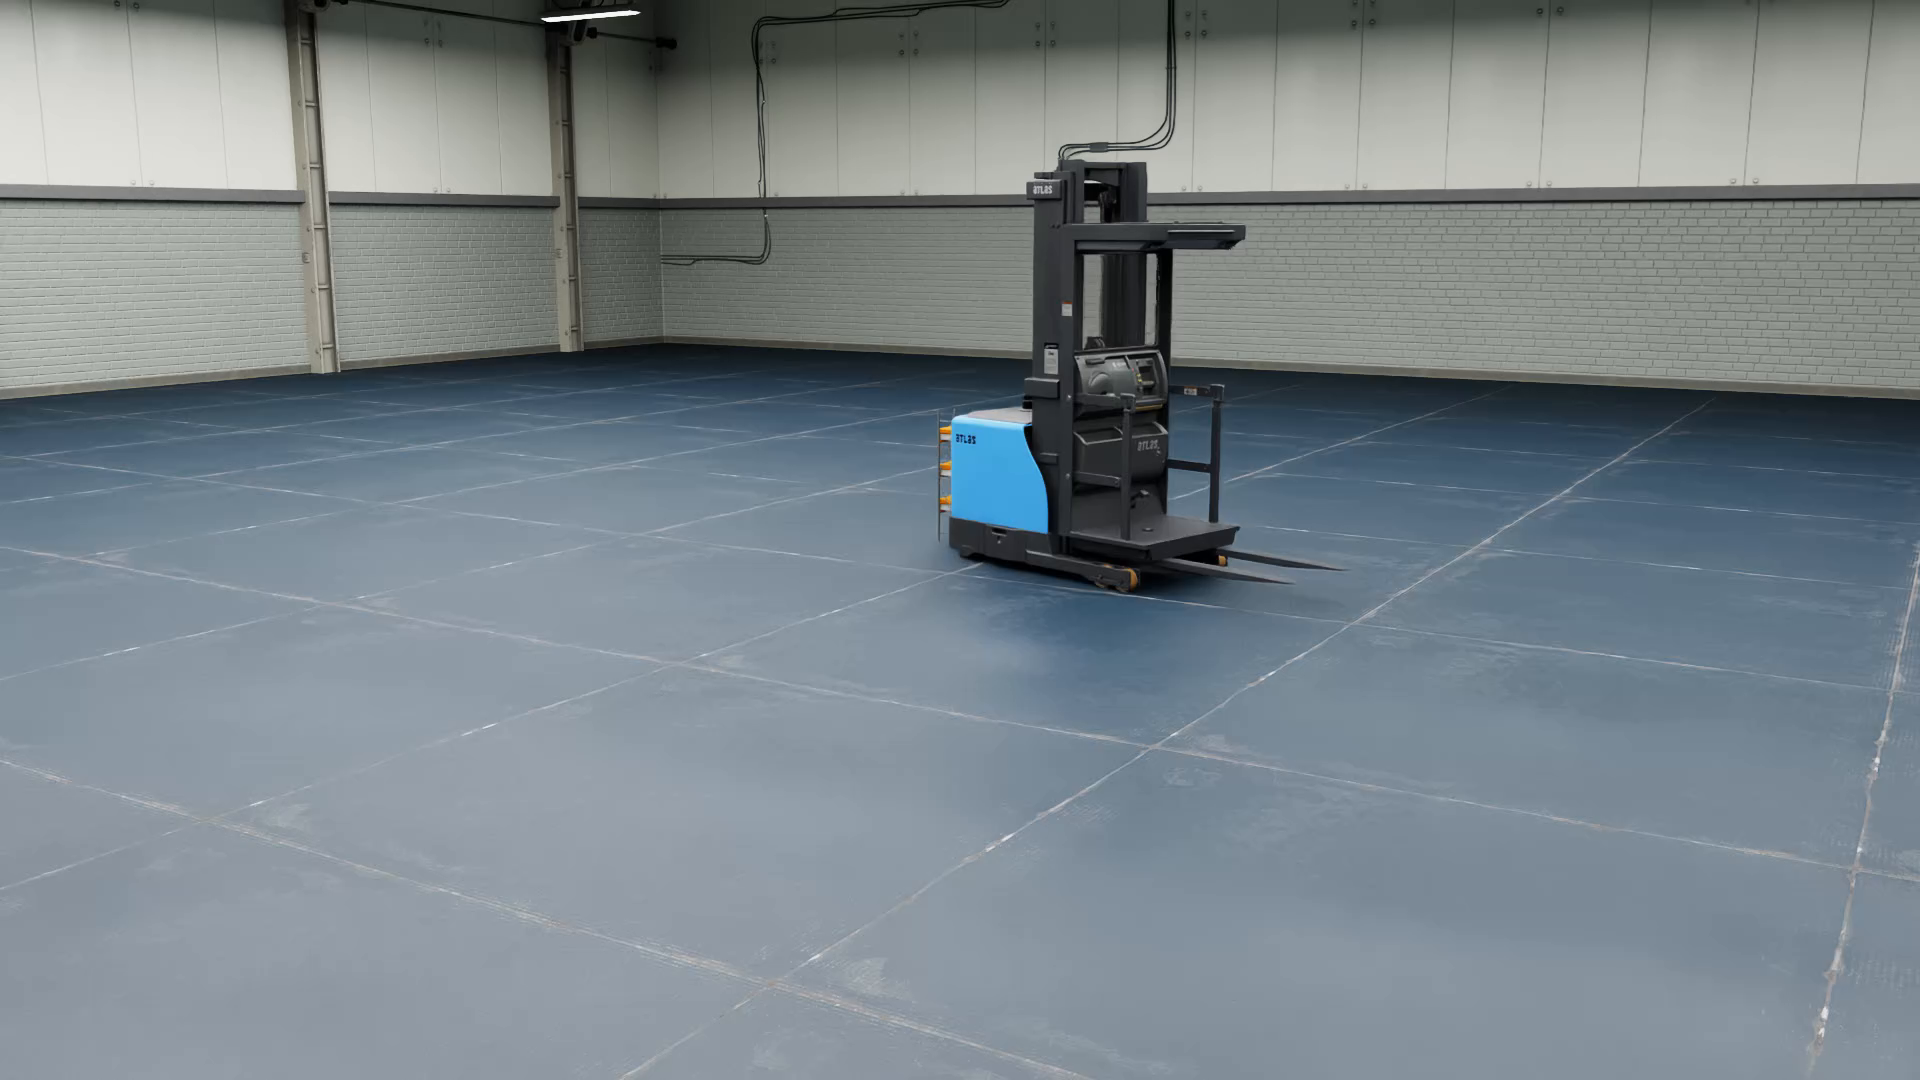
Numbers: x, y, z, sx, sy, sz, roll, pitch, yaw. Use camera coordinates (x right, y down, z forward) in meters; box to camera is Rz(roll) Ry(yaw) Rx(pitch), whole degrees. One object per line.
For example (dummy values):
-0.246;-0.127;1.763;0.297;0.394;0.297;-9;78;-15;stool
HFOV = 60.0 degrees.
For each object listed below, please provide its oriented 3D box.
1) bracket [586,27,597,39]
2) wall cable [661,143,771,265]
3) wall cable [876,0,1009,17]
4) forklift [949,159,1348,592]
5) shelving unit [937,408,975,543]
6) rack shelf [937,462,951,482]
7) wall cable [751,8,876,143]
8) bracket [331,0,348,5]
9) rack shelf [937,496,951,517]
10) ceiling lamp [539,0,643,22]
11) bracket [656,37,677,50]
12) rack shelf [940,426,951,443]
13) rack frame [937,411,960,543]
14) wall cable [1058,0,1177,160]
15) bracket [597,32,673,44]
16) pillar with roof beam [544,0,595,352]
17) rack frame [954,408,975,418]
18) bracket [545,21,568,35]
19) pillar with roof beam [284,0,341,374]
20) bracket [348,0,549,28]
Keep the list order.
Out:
-7.424;-10.090;33.028;0.235;0.232;0.430;6;12;31;bracket
-5.283;-7.100;35.277;3.097;2.526;0.112;6;12;31;wall cable
-0.326;-11.264;31.434;3.097;2.526;0.112;6;12;31;wall cable
1.305;-1.187;11.746;1.130;2.935;3.031;-10;15;-43;forklift
-0.028;-0.508;13.227;0.215;1.050;0.252;6;12;31;shelving unit
-0.028;-0.497;13.229;0.215;0.259;0.240;6;12;31;rack shelf
-2.971;-9.324;33.432;3.097;2.526;0.112;6;12;31;wall cable
-10.539;-9.146;27.987;0.235;0.232;0.430;6;12;31;bracket
-0.028;-0.224;13.280;0.215;0.259;0.240;6;12;31;rack shelf
-5.889;-10.097;26.984;2.000;3.185;0.800;6;12;31;ceiling lamp
-6.193;-10.463;35.018;0.235;0.232;0.430;6;12;31;bracket
-0.028;-0.776;13.177;0.215;0.259;0.240;6;12;31;rack shelf
-0.091;-0.488;13.125;0.200;1.050;0.008;6;12;31;rack frame
2.823;-9.388;29.820;2.305;6.003;0.169;6;12;31;wall cable
-6.500;-10.370;34.522;0.076;0.066;3.189;6;12;31;bracket
-4.263;-7.878;30.994;9.100;9.000;0.548;6;12;31;pillar with roof beam
0.036;-0.527;13.330;0.200;1.050;0.008;6;12;31;rack frame
-7.854;-9.959;32.330;0.235;0.232;0.430;6;12;31;bracket
-7.378;-6.934;25.954;9.100;9.000;0.548;6;12;31;pillar with roof beam
-9.192;-9.554;30.166;0.076;0.066;4.783;6;12;31;bracket
